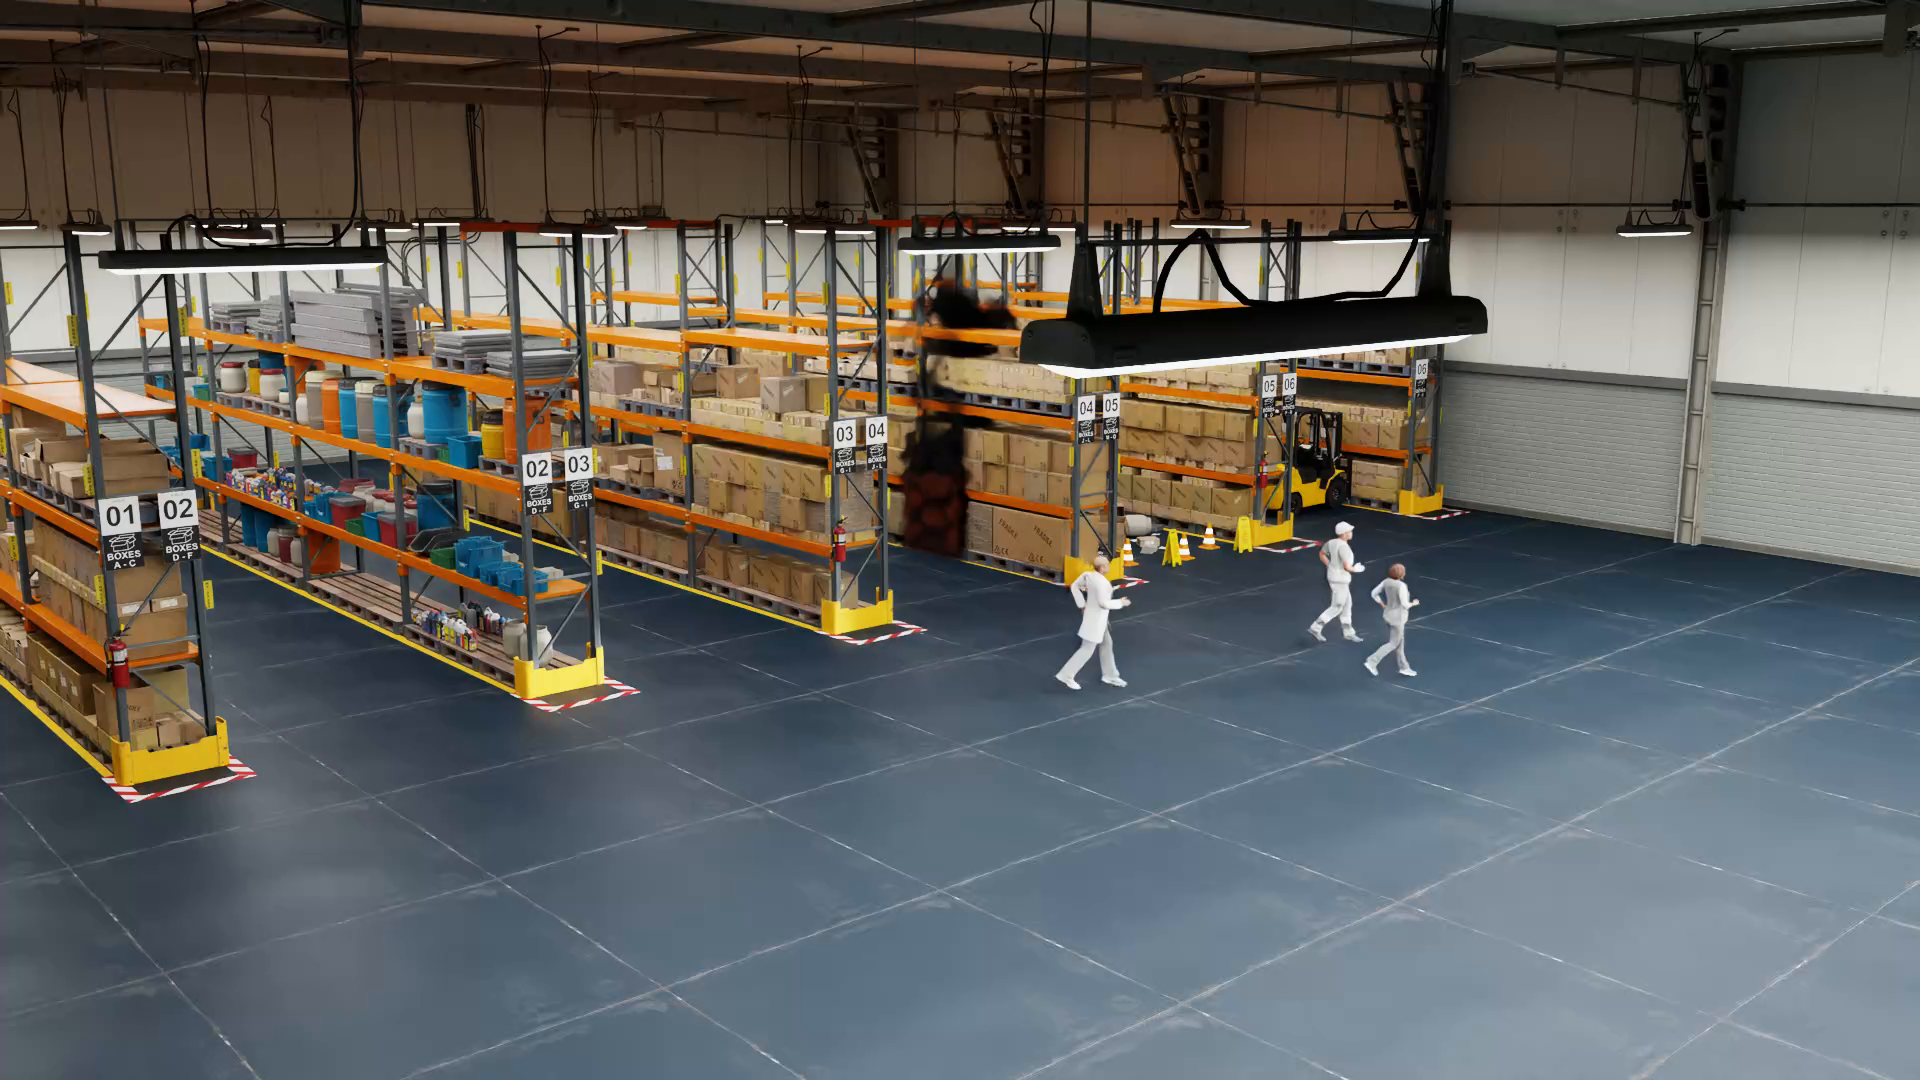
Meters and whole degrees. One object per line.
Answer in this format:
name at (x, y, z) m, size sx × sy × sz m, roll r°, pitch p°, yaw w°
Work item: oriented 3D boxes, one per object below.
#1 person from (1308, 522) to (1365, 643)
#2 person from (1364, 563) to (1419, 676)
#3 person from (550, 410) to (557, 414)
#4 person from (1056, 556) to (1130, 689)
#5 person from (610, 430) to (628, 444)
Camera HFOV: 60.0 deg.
person at (5.500, 0.626, 24.205) m, size 0.883 × 1.807 × 0.682 m, roll -1°, pitch 11°, yaw -5°
person at (5.820, 1.094, 22.335) m, size 0.879 × 1.597 × 0.540 m, roll -4°, pitch 12°, yaw -20°
person at (-9.471, -2.197, 38.685) m, size 0.646 × 1.636 × 0.666 m, roll -2°, pitch 12°, yaw -9°
person at (1.751, 1.102, 21.847) m, size 1.016 × 1.802 × 0.660 m, roll -2°, pitch 12°, yaw -8°
person at (-8.483, -2.774, 41.325) m, size 0.832 × 1.693 × 0.582 m, roll 1°, pitch 11°, yaw 5°
